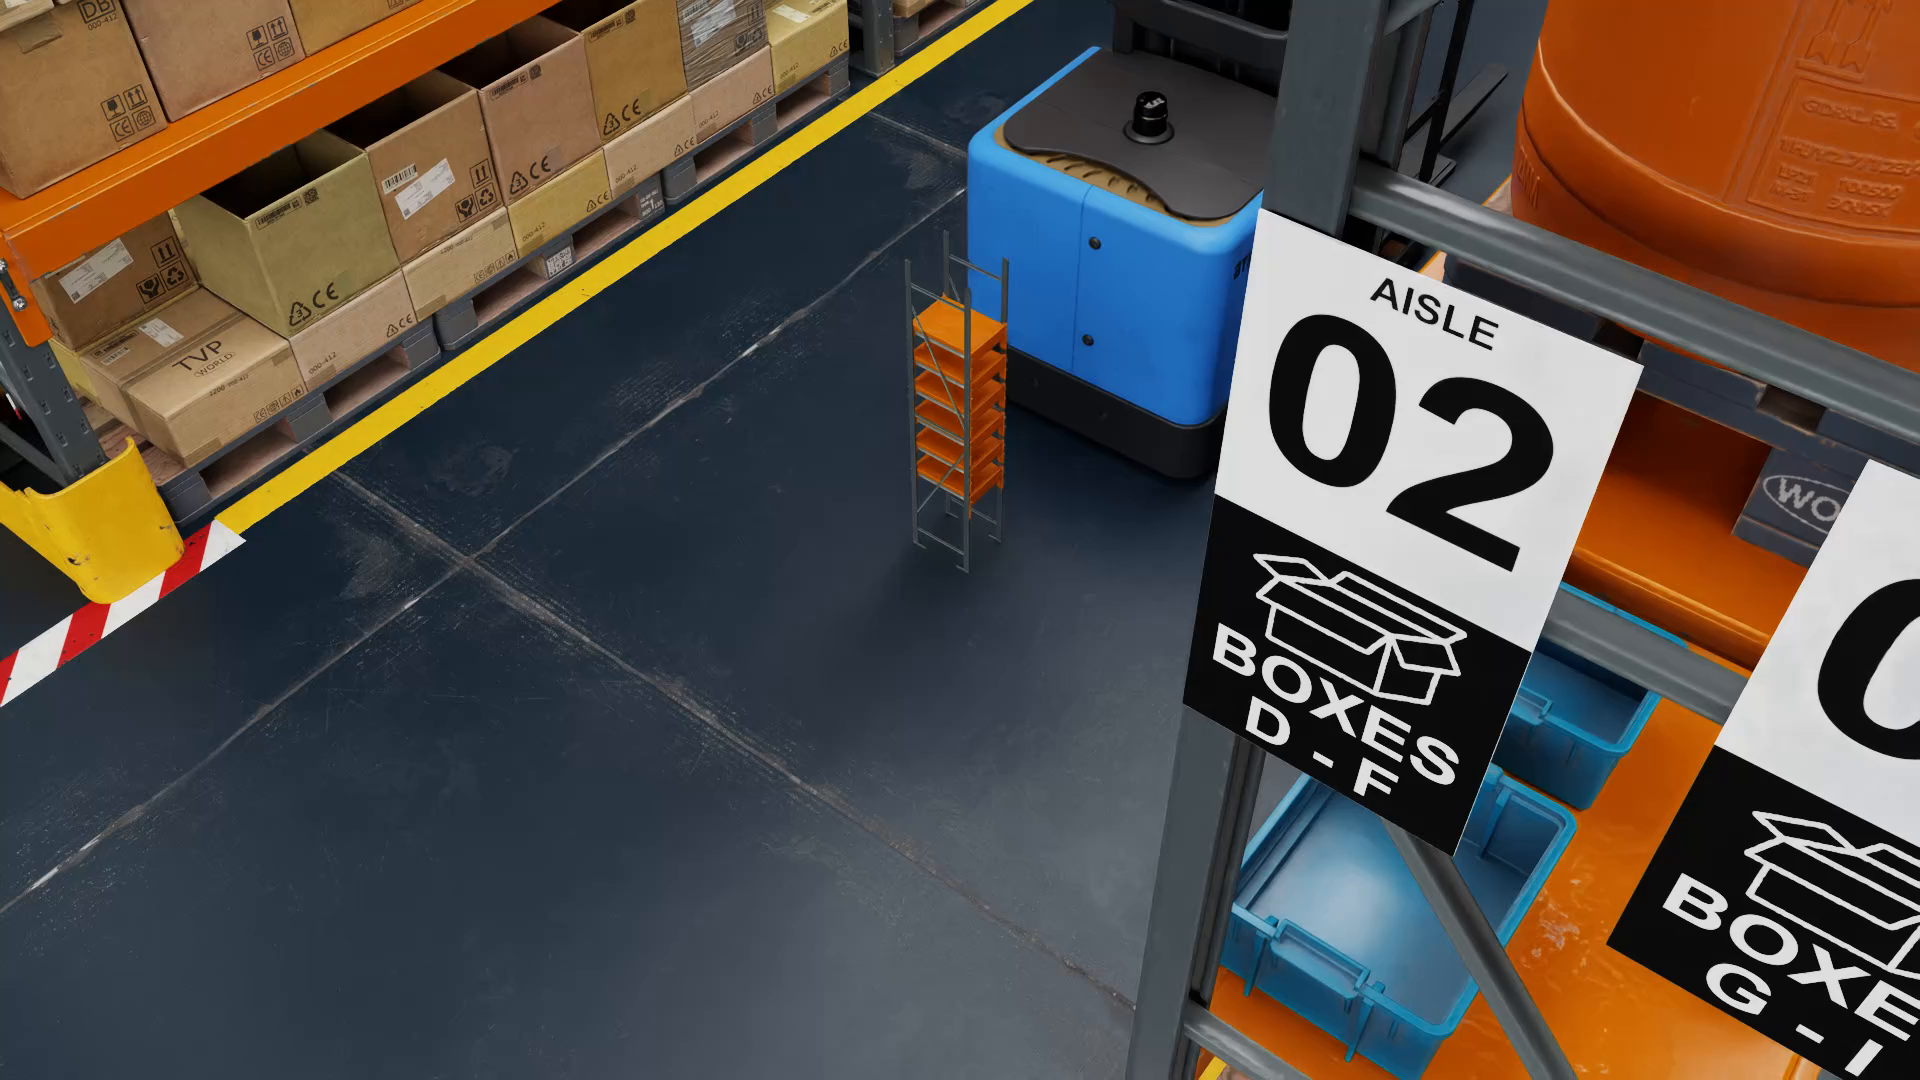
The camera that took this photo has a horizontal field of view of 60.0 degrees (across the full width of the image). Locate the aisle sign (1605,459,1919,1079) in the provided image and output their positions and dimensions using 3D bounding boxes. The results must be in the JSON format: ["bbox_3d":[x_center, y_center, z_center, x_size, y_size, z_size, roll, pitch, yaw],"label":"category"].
[{"bbox_3d":[0.919,0.292,1.599,0.394,0.787,0.004,29,53,25],"label":"aisle sign"}]

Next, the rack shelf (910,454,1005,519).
[{"bbox_3d":[-0.009,-0.210,5.514,0.258,0.103,0.180,29,53,25],"label":"rack shelf"}]

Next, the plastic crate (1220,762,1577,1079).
[{"bbox_3d":[0.801,0.652,3.156,0.499,0.251,0.616,29,53,25],"label":"plastic crate"}]

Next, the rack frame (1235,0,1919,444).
[{"bbox_3d":[0.732,-1.053,0.533,1.000,3.000,0.127,29,53,25],"label":"rack frame"}]

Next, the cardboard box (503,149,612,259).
[{"bbox_3d":[-1.764,-1.434,6.657,0.500,0.250,0.500,29,53,25],"label":"cardboard box"}]

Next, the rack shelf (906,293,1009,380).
[{"bbox_3d":[-0.009,-0.624,5.080,0.258,0.103,0.180,29,53,25],"label":"rack shelf"}]

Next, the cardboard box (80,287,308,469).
[{"bbox_3d":[-2.682,-0.576,5.837,0.500,0.250,0.500,29,53,25],"label":"cardboard box"}]

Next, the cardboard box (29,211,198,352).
[{"bbox_3d":[-3.094,-1.065,5.786,0.500,0.500,0.500,29,53,25],"label":"cardboard box"}]

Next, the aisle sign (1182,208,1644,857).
[{"bbox_3d":[0.452,0.031,1.848,0.394,0.787,0.004,29,53,25],"label":"aisle sign"}]

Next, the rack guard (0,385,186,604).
[{"bbox_3d":[-3.201,-0.296,5.687,1.175,0.500,0.348,29,53,25],"label":"rack guard"}]

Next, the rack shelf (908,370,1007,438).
[{"bbox_3d":[-0.009,-0.458,5.254,0.258,0.103,0.180,29,53,25],"label":"rack shelf"}]

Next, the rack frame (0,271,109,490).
[{"bbox_3d":[-3.186,-1.173,4.796,1.000,3.000,0.127,29,53,25],"label":"rack frame"}]

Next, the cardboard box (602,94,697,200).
[{"bbox_3d":[-1.458,-1.720,6.930,0.500,0.250,0.500,29,53,25],"label":"cardboard box"}]

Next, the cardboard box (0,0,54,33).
[{"bbox_3d":[-2.776,-1.561,4.649,0.380,0.149,0.250,29,53,25],"label":"cardboard box"}]

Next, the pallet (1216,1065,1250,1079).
[{"bbox_3d":[1.242,1.456,4.213,1.003,0.211,1.213,29,53,25],"label":"pallet"}]

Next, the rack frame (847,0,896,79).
[{"bbox_3d":[-0.740,-3.462,6.982,1.000,3.000,0.127,29,53,25],"label":"rack frame"}]

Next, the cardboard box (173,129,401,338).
[{"bbox_3d":[-2.378,-1.122,5.840,0.500,0.500,0.500,29,53,25],"label":"cardboard box"}]

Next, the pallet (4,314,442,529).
[{"bbox_3d":[-2.752,-0.666,6.240,1.003,0.211,1.213,29,53,25],"label":"pallet"}]

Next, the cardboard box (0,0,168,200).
[{"bbox_3d":[-2.890,-1.469,5.009,0.700,0.500,0.500,29,53,25],"label":"cardboard box"}]

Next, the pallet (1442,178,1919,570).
[{"bbox_3d":[1.315,-0.382,2.096,1.003,0.211,1.213,29,53,25],"label":"pallet"}]

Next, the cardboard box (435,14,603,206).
[{"bbox_3d":[-1.763,-1.693,6.385,0.500,0.500,0.500,29,53,25],"label":"cardboard box"}]

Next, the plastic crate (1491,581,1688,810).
[{"bbox_3d":[1.202,0.283,3.508,0.499,0.251,0.408,29,53,25],"label":"plastic crate"}]

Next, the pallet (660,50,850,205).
[{"bbox_3d":[-1.260,-2.062,7.574,1.003,0.211,1.213,29,53,25],"label":"pallet"}]

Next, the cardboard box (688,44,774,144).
[{"bbox_3d":[-1.164,-2.013,7.210,0.500,0.250,0.500,29,53,25],"label":"cardboard box"}]

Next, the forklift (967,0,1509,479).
[{"bbox_3d":[1.293,-2.252,5.874,1.130,2.935,3.031,28,53,24],"label":"forklift"}]

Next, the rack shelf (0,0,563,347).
[{"bbox_3d":[-1.963,-2.069,6.149,1.077,0.370,4.000,29,53,25],"label":"rack shelf"}]

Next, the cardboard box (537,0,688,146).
[{"bbox_3d":[-1.469,-1.985,6.664,0.500,0.500,0.500,29,53,25],"label":"cardboard box"}]

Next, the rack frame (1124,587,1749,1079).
[{"bbox_3d":[0.732,1.019,2.702,1.000,3.000,0.127,29,53,25],"label":"rack frame"}]

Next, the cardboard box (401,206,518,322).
[{"bbox_3d":[-2.073,-1.150,6.385,0.500,0.250,0.500,29,53,25],"label":"cardboard box"}]

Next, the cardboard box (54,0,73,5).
[{"bbox_3d":[-2.616,-1.713,4.794,0.380,0.149,0.250,28,52,24],"label":"cardboard box"}]

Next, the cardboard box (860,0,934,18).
[{"bbox_3d":[-0.298,-2.778,7.940,0.500,0.250,0.500,28,52,24],"label":"cardboard box"}]

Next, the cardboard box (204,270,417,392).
[{"bbox_3d":[-2.379,-0.864,6.112,0.500,0.250,0.500,29,53,25],"label":"cardboard box"}]

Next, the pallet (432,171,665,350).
[{"bbox_3d":[-2.005,-1.361,6.904,1.003,0.211,1.213,29,53,25],"label":"pallet"}]

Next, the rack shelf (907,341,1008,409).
[{"bbox_3d":[-0.009,-0.541,5.167,0.258,0.103,0.180,29,53,25],"label":"rack shelf"}]

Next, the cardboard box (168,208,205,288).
[{"bbox_3d":[-2.796,-1.097,6.335,0.500,0.250,0.500,29,53,25],"label":"cardboard box"}]

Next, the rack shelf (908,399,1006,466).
[{"bbox_3d":[-0.009,-0.375,5.340,0.258,0.103,0.180,29,53,25],"label":"rack shelf"}]

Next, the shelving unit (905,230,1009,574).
[{"bbox_3d":[-0.009,-0.406,5.308,0.258,1.200,0.189,29,53,25],"label":"shelving unit"}]

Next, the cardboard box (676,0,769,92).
[{"bbox_3d":[-1.166,-2.273,6.939,0.500,0.500,0.500,29,53,25],"label":"cardboard box"}]

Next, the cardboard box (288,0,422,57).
[{"bbox_3d":[-2.265,-2.053,5.567,0.700,0.500,0.500,30,53,25],"label":"cardboard box"}]

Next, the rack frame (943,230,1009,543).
[{"bbox_3d":[0.047,-0.459,5.358,0.240,1.200,0.006,29,53,25],"label":"rack frame"}]

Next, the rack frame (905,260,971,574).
[{"bbox_3d":[-0.065,-0.354,5.258,0.240,1.200,0.006,29,53,25],"label":"rack frame"}]

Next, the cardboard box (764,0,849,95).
[{"bbox_3d":[-0.851,-2.295,7.479,0.500,0.250,0.500,29,53,25],"label":"cardboard box"}]

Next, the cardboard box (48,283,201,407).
[{"bbox_3d":[-3.092,-0.805,6.056,0.500,0.250,0.500,29,53,25],"label":"cardboard box"}]

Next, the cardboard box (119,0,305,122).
[{"bbox_3d":[-2.573,-1.771,5.299,0.700,0.500,0.500,31,53,26],"label":"cardboard box"}]

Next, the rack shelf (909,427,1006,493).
[{"bbox_3d":[-0.009,-0.293,5.427,0.258,0.103,0.180,29,53,25],"label":"rack shelf"}]

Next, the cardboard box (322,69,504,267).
[{"bbox_3d":[-2.082,-1.414,6.119,0.500,0.500,0.500,29,53,25],"label":"cardboard box"}]

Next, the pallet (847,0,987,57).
[{"bbox_3d":[-0.321,-2.937,8.410,1.003,0.211,1.213,29,53,25],"label":"pallet"}]

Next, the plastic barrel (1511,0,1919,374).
[{"bbox_3d":[0.928,-0.644,1.629,0.600,0.830,0.708,29,53,25],"label":"plastic barrel"}]

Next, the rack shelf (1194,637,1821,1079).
[{"bbox_3d":[1.954,0.123,4.055,1.077,0.370,4.000,29,53,25],"label":"rack shelf"}]

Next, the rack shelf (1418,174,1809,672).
[{"bbox_3d":[1.954,-0.913,2.971,1.077,0.370,4.000,29,53,25],"label":"rack shelf"}]
